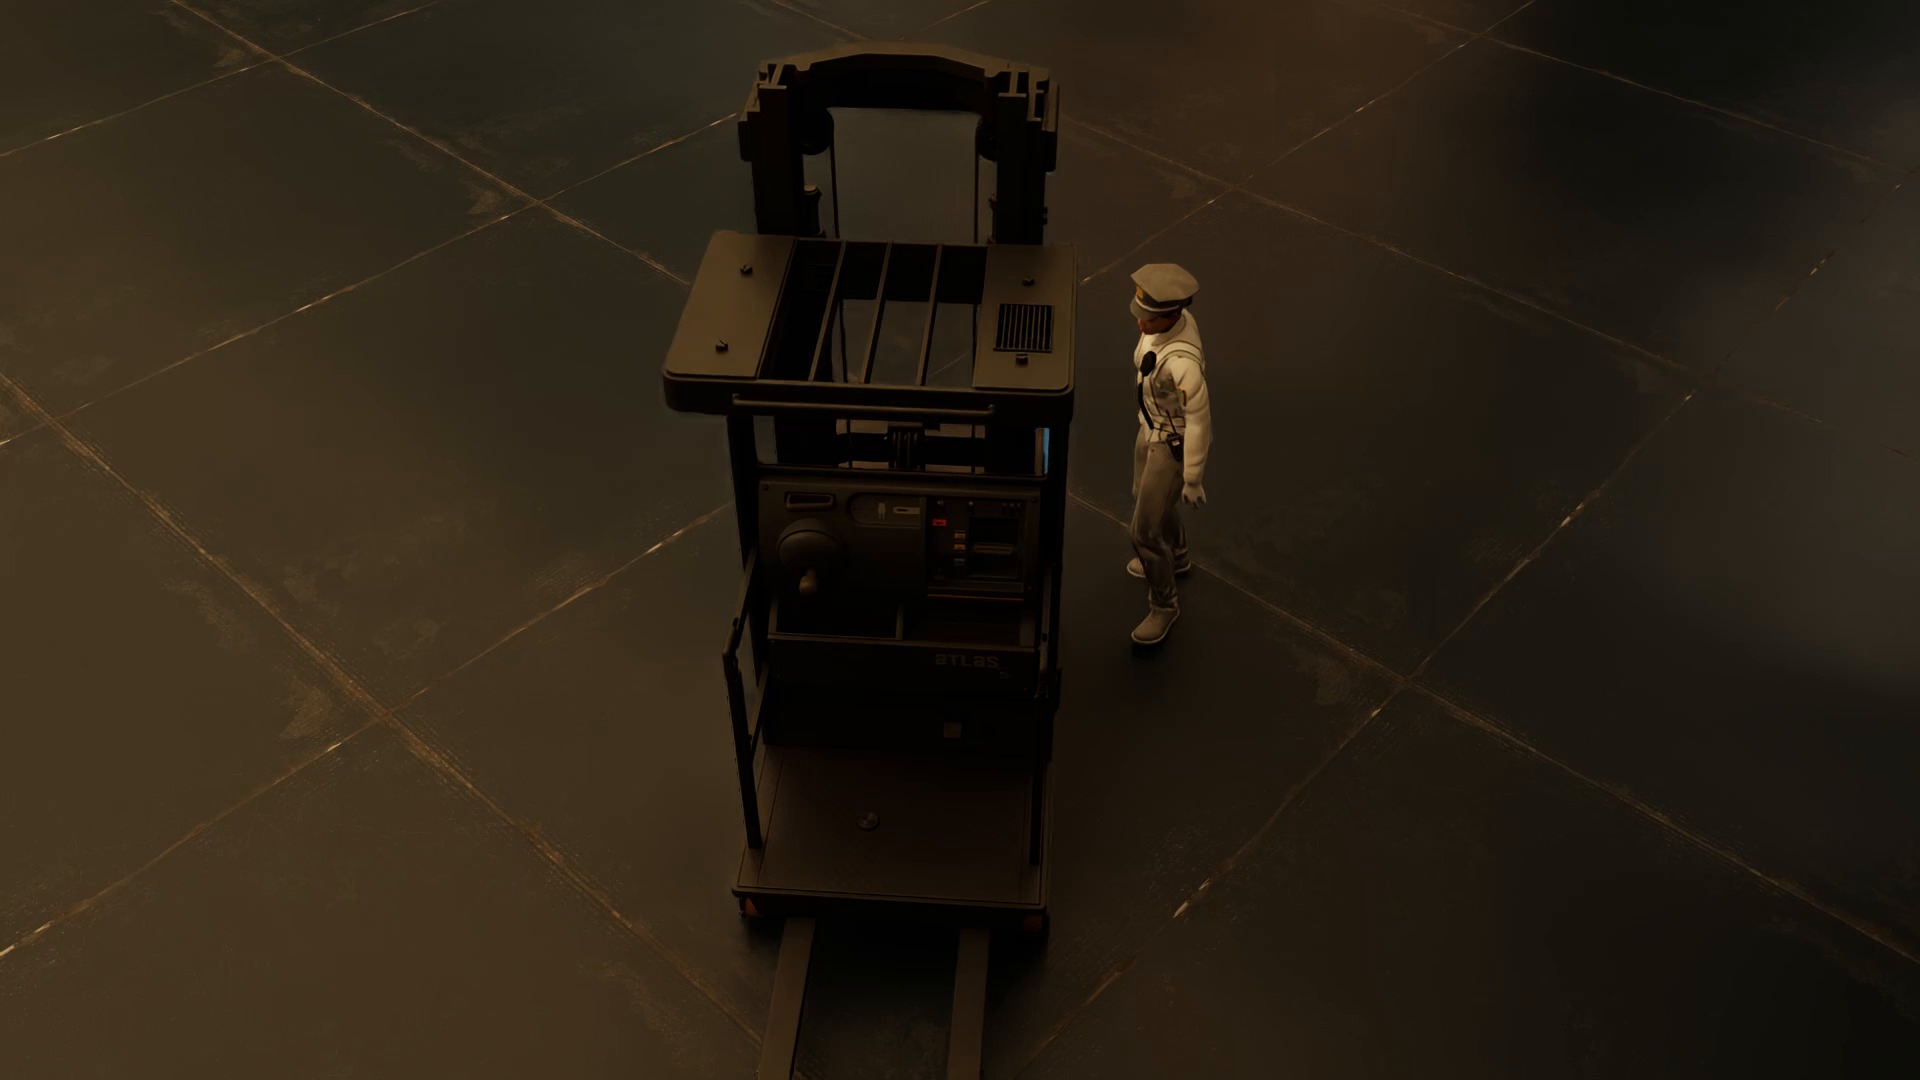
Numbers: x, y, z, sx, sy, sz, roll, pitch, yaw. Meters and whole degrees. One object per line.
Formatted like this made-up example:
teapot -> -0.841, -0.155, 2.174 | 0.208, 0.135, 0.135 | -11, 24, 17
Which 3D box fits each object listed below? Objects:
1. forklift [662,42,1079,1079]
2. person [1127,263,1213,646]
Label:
forklift -> -0.214, 0.083, 5.332 | 1.130, 2.935, 3.031 | 3, 41, 3
person -> 0.854, -0.395, 6.889 | 0.398, 1.642, 0.794 | -4, 41, -4
